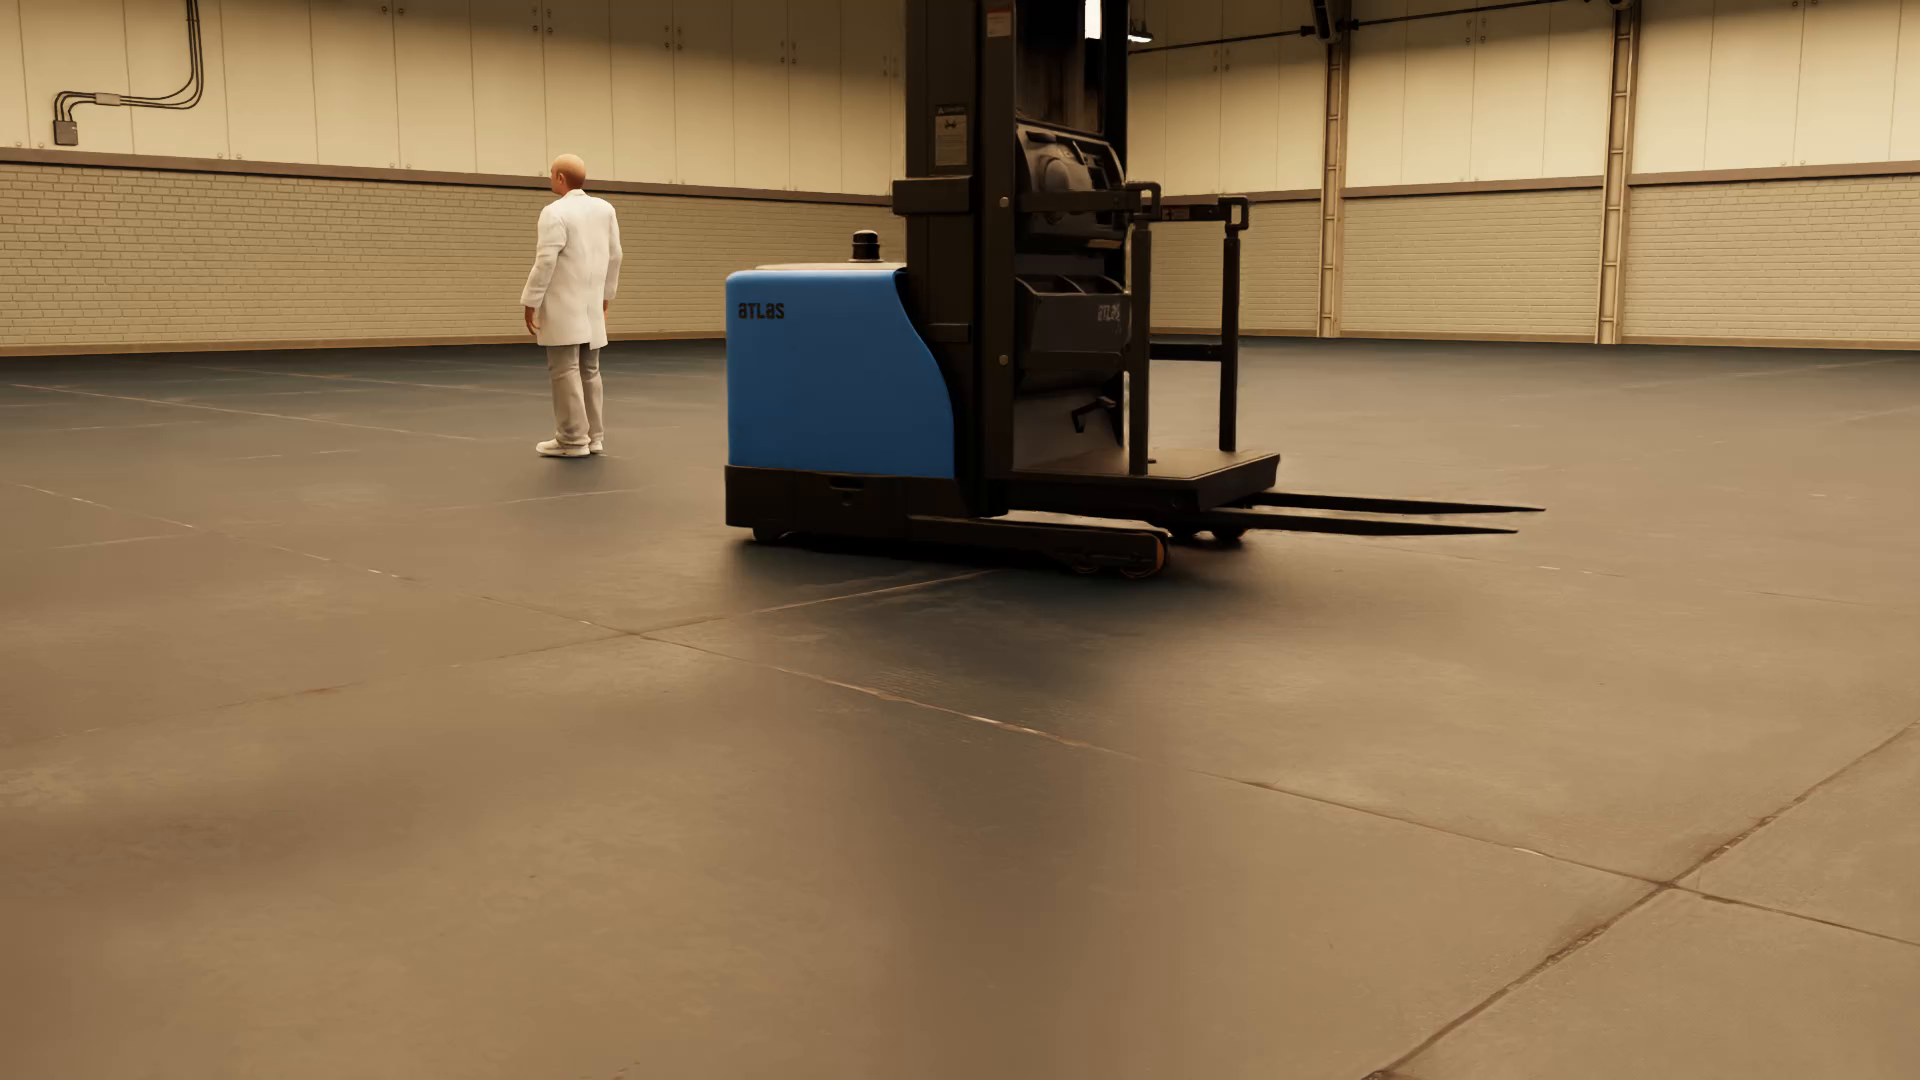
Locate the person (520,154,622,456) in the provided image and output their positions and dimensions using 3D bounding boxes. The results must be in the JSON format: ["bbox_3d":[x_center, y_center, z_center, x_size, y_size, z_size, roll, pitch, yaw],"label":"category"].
[{"bbox_3d":[-2.393,-1.397,9.973,0.581,1.776,0.696,6,10,34],"label":"person"}]

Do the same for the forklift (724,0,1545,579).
[{"bbox_3d":[0.610,-1.404,6.195,3.031,2.935,1.130,4,10,27],"label":"forklift"}]
